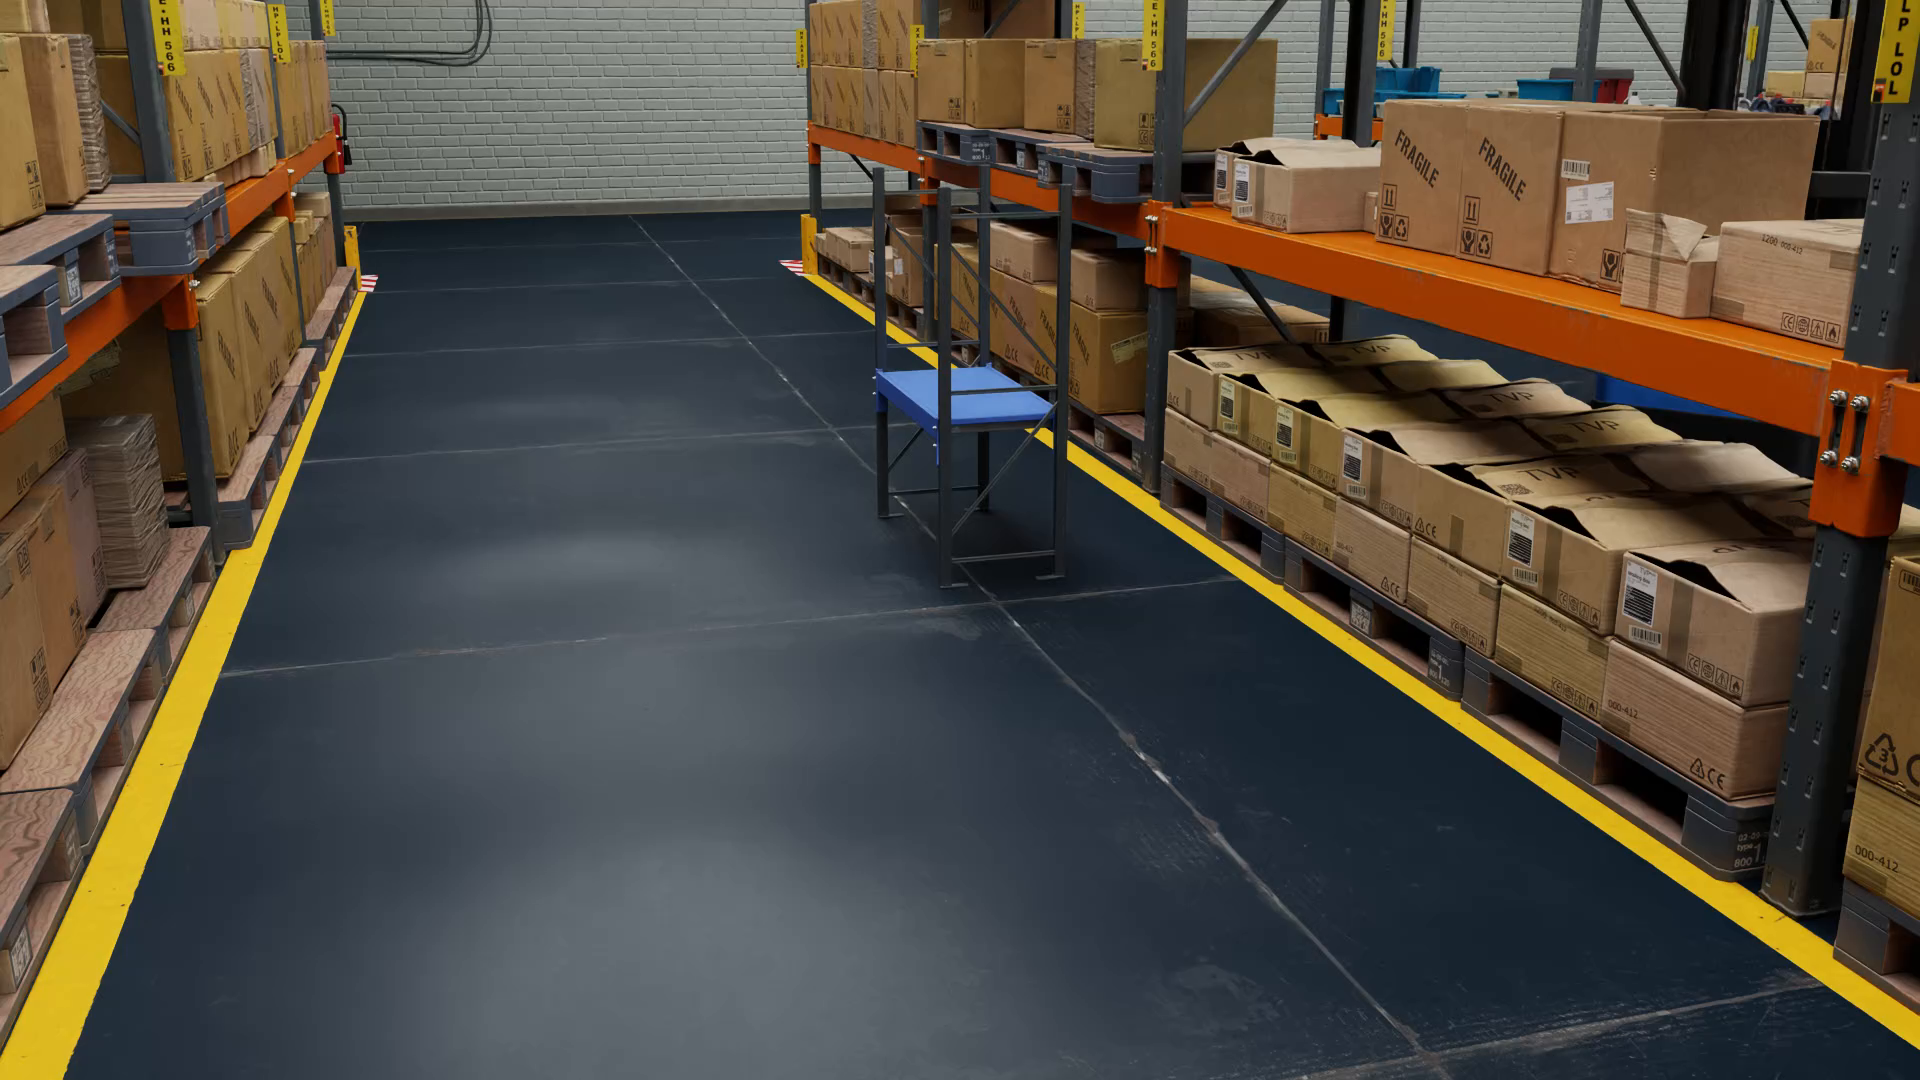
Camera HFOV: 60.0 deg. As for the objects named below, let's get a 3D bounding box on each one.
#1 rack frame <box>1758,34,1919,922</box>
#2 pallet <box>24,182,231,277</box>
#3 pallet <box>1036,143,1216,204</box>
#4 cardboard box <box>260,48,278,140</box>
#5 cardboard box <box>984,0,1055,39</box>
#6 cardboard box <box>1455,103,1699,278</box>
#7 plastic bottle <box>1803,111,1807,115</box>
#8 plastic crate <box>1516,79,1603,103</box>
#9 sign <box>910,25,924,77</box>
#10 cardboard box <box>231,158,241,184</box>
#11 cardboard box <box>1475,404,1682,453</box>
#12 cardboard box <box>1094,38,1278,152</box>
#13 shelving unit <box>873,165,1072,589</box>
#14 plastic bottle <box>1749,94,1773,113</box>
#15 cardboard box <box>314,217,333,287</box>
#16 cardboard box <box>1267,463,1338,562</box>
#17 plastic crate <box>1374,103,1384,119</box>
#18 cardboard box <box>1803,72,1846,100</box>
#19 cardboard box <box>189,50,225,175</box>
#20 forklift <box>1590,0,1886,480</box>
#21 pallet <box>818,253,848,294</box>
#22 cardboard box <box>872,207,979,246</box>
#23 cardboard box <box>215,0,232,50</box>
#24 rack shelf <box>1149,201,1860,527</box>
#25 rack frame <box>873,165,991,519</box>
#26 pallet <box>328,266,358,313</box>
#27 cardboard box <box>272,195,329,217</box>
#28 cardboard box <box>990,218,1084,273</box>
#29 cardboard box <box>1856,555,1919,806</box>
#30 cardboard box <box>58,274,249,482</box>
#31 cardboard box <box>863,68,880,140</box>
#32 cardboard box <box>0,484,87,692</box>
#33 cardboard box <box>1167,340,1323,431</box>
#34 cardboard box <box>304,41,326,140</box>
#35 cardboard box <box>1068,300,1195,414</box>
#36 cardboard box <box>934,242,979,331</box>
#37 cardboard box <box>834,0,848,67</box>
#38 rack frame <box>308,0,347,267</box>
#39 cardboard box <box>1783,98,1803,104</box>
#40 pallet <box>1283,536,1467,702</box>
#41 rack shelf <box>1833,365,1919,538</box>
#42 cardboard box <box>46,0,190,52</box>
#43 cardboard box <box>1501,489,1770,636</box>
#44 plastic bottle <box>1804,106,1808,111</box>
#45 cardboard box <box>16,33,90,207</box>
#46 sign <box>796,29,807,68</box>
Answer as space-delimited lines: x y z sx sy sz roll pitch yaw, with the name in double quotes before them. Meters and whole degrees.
"rack frame" 2.444 -0.589 3.699 1.000 3.000 0.127 -5 17 -15
"pallet" -3.119 -1.022 5.474 1.213 0.211 1.003 -5 17 -15
"pallet" 1.091 -1.785 8.015 1.213 0.211 1.003 -5 17 -15
"cardboard box" -4.147 -2.501 9.340 0.500 0.500 0.500 -5 17 -16
"cardboard box" 0.387 -3.481 11.415 0.500 0.500 0.500 -4 17 -14
"cardboard box" 1.966 -1.135 5.342 0.500 0.500 0.500 -5 17 -15
"plastic bottle" 5.244 -2.517 10.321 0.061 0.283 0.133 -5 17 -15
"plastic crate" 4.553 -3.316 12.700 0.392 0.384 0.575 -5 17 -15
"sign" -0.274 -3.171 10.791 0.100 0.325 0.005 -5 17 -15
"cardboard box" -3.844 -1.872 8.373 0.380 0.149 0.250 -5 17 -17
"cardboard box" 2.146 -0.301 5.815 0.500 0.311 0.500 -4 17 -14
"cardboard box" 1.064 -2.110 7.858 0.700 0.500 0.500 -12 20 -34
"shelving unit" 0.023 -0.695 6.658 0.538 1.500 1.048 -5 17 -15
"plastic bottle" 5.489 -2.878 11.404 0.144 0.351 0.185 -5 17 -15
"cardboard box" -5.189 -2.195 12.662 0.700 0.500 0.500 -5 17 -15
"cardboard box" 1.494 -0.129 6.218 0.500 0.250 0.500 -5 17 -17
"plastic crate" 3.856 -3.824 14.823 0.250 0.136 0.298 -5 17 -15
"cardboard box" 8.694 -4.464 16.342 0.500 0.250 0.500 -5 17 -16
"cardboard box" -3.439 -1.803 7.014 0.500 0.500 0.500 -4 17 -13
"forklift" 4.399 -2.045 8.665 1.130 2.935 3.031 12 21 35
"pallet" -0.613 -2.331 14.346 1.003 0.211 1.213 -5 17 -15
"cardboard box" -0.276 -2.336 13.090 0.797 0.503 0.637 -5 17 -15
"cardboard box" -3.730 -2.435 7.815 0.500 0.250 0.500 -5 17 -16
"rack shelf" 1.895 -0.798 5.644 1.077 0.370 4.000 -5 17 -15
"rack frame" -0.116 -0.835 7.126 0.500 1.500 0.032 -5 17 -15
"pallet" -5.320 -1.965 13.127 1.003 0.211 1.213 -5 17 -15
"cardboard box" -5.045 -2.553 12.724 0.380 0.149 0.250 -4 17 -14
"cardboard box" 0.419 -1.745 9.824 0.500 0.250 0.500 -5 17 -15
"cardboard box" 2.271 0.321 3.417 0.500 0.500 0.500 -5 17 -15
"cardboard box" -3.493 -0.688 7.035 0.750 0.750 0.750 -5 17 -16
"cardboard box" -0.425 -3.252 12.391 0.500 0.500 0.500 -4 17 -14
"cardboard box" -2.975 0.166 4.767 0.700 0.500 0.500 -5 17 -16
"cardboard box" 1.207 -0.680 7.077 0.500 0.311 0.500 -4 17 -13
"cardboard box" -5.255 -3.319 12.265 0.980 0.700 0.700 -5 17 -16
"cardboard box" 0.862 -0.949 8.478 0.500 0.500 0.500 -4 17 -13
"cardboard box" 0.144 -1.662 10.852 0.500 0.500 0.500 -6 18 -18
"cardboard box" -0.701 -4.009 13.171 0.500 0.500 0.500 -4 17 -14
"rack frame" -5.615 -3.516 13.442 1.000 3.000 0.127 -5 17 -15
"cardboard box" 8.525 -4.375 16.739 0.380 0.149 0.250 -5 17 -16
"pallet" 1.865 0.208 5.894 1.003 0.211 1.213 -5 17 -15
"rack shelf" 2.994 0.309 1.961 1.077 0.370 4.000 -5 17 -15
"cardboard box" -3.302 -2.016 6.419 0.500 0.250 0.500 -4 17 -14
"cardboard box" 1.908 0.025 4.728 0.500 0.311 0.500 -4 17 -14
"plastic bottle" 5.667 -2.809 11.305 0.152 0.276 0.135 -5 17 -15
"cardboard box" -3.099 -1.280 5.060 0.700 0.500 0.500 -6 18 -20
"sign" -1.375 -4.280 14.481 0.100 0.325 0.005 -5 17 -15
